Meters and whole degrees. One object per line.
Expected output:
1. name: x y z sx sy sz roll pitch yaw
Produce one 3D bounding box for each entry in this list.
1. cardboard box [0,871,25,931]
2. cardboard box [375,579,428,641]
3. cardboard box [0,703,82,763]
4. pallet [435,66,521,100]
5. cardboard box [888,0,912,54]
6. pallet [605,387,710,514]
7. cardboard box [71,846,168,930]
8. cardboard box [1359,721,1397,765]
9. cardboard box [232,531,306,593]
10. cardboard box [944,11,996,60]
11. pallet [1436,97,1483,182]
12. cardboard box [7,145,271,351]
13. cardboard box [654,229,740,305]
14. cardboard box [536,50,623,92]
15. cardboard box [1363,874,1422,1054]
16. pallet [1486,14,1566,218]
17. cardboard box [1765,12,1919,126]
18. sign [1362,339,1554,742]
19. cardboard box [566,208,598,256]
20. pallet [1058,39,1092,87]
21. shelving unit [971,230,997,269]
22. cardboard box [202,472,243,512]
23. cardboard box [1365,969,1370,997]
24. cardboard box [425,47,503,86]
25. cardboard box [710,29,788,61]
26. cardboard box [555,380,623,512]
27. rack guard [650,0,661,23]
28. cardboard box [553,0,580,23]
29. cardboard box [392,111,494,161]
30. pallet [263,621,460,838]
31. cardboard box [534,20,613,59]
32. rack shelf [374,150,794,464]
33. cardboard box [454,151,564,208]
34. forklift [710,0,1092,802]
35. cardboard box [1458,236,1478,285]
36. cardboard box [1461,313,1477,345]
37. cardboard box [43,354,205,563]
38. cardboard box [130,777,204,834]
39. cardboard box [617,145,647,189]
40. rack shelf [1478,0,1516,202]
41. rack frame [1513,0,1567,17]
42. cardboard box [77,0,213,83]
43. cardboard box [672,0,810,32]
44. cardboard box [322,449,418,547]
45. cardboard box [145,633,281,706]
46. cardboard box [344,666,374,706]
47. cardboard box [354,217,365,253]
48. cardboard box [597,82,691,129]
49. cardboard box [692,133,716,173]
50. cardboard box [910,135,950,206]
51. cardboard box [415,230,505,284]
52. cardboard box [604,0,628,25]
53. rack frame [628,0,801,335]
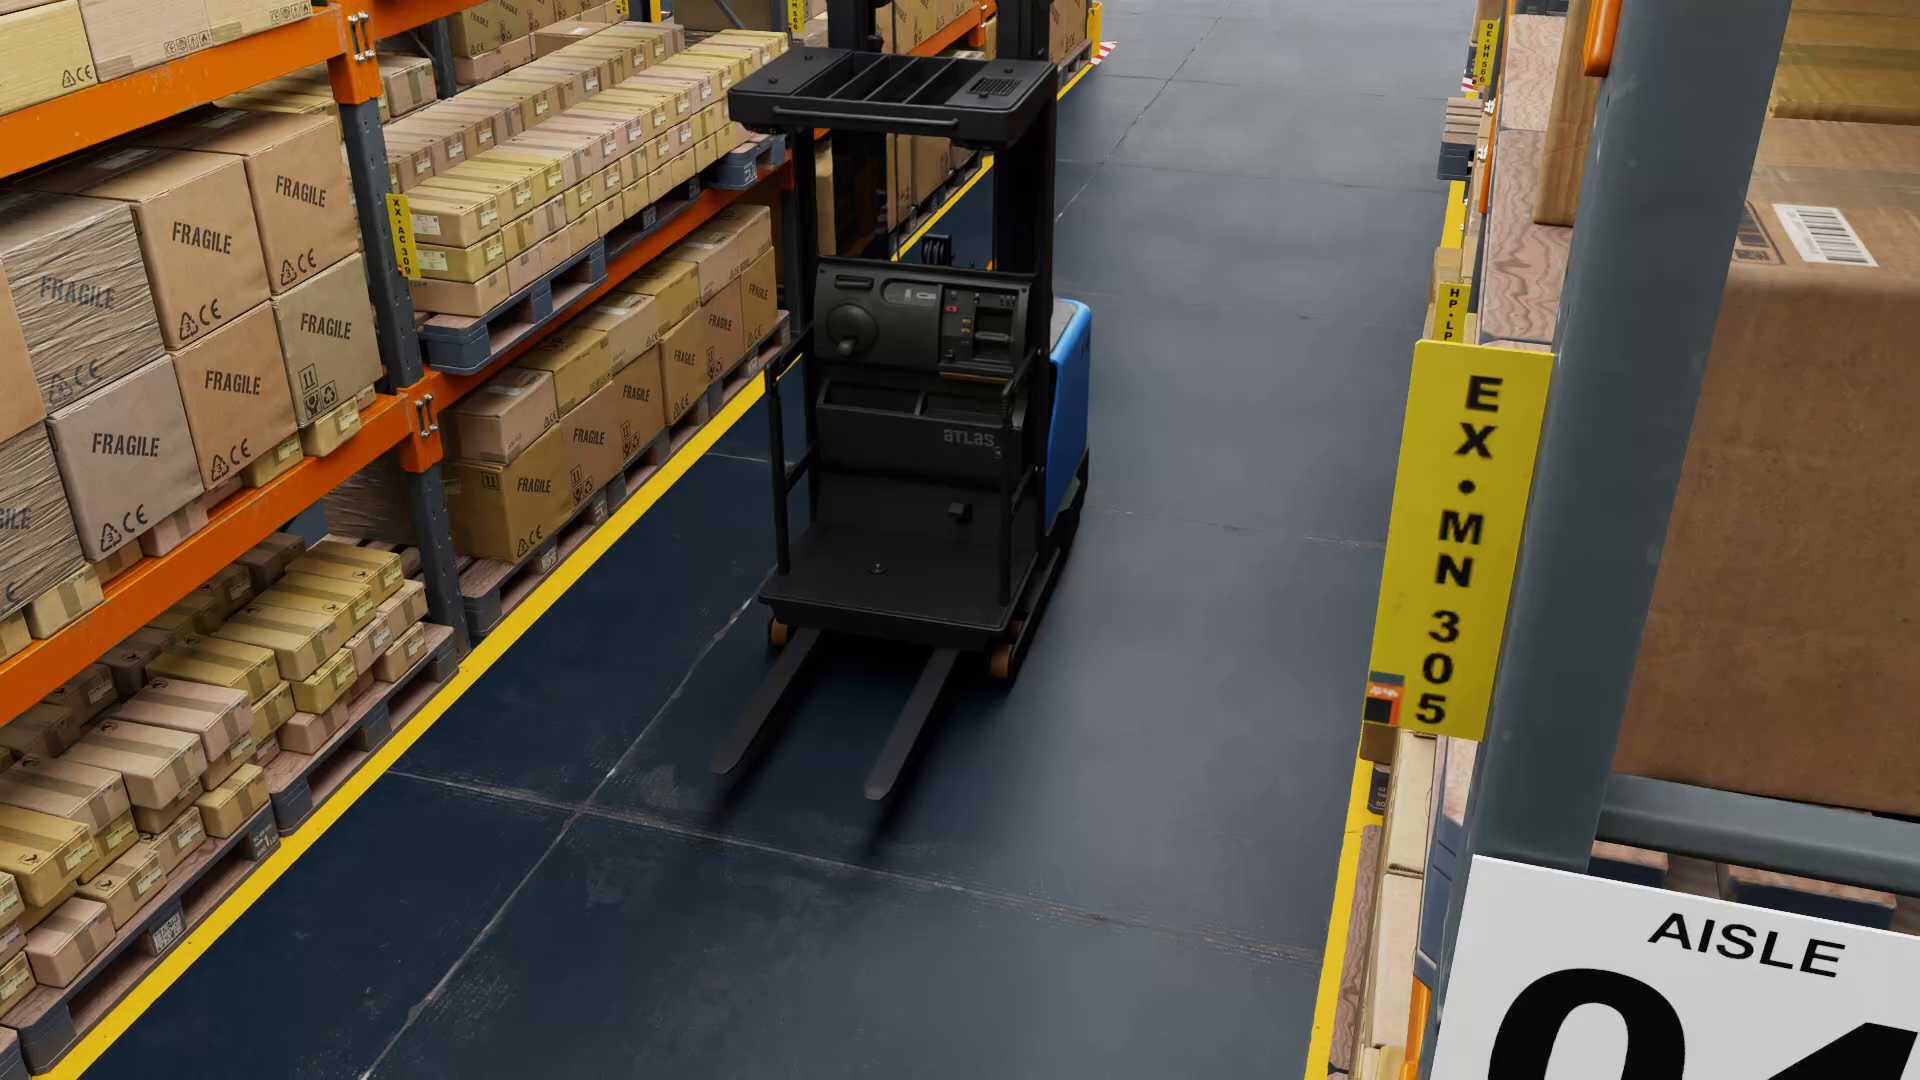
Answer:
1. cardboard box: -3.104 1.110 5.059 0.380 0.149 0.250 10 31 17
2. cardboard box: -2.444 0.266 6.881 0.380 0.149 0.250 9 30 16
3. cardboard box: -3.327 0.688 5.815 0.380 0.149 0.250 7 30 13
4. pallet: -4.905 -4.334 15.823 1.003 0.211 1.213 8 30 15
5. cardboard box: -0.648 -3.633 11.592 0.500 0.500 0.500 8 30 14
6. pallet: -2.072 -0.570 9.058 1.003 0.211 1.213 8 30 15
7. cardboard box: -2.928 1.145 5.607 0.380 0.149 0.250 9 30 15
8. cardboard box: 2.226 0.341 6.304 1.225 0.875 0.875 9 30 15
9. cardboard box: -2.954 0.075 6.918 0.380 0.149 0.250 10 31 17
10. cardboard box: -0.055 -4.113 14.312 0.875 0.875 0.875 9 30 16
11. pallet: 3.338 -2.225 9.361 1.213 0.211 1.003 8 30 15
12. cardboard box: -2.681 -0.971 5.472 0.500 0.500 0.500 8 30 13
13. cardboard box: -1.569 -1.544 9.308 0.500 0.250 0.500 9 30 16
14. cardboard box: -2.033 -2.502 8.876 0.380 0.149 0.250 7 30 13
15. cardboard box: 1.070 0.956 3.294 0.500 0.250 0.500 7 30 13
16. pallet: 1.807 -0.997 3.962 1.003 0.211 1.213 8 30 15
17. cardboard box: 1.265 -0.320 2.016 0.700 0.500 0.500 7 30 13
18. sign: 0.368 0.009 1.234 0.100 0.325 0.005 8 30 15
19. cardboard box: -1.872 -1.411 7.527 0.380 0.149 0.250 9 30 15
20. pallet: 0.707 -4.833 16.721 1.003 0.211 1.213 8 30 15
21. shelving unit: 0.235 -0.965 8.751 0.258 1.200 0.503 7 30 13
22. cardboard box: -2.763 -0.221 5.820 0.380 0.149 0.250 8 30 13
23. cardboard box: 1.121 0.943 3.728 0.380 0.149 0.250 9 30 16
24. cardboard box: -4.637 -4.453 15.565 0.500 0.250 0.500 7 30 13
25. cardboard box: -1.186 -2.757 9.336 0.380 0.149 0.250 7 30 13
26. cardboard box: -2.031 -0.501 8.204 0.500 0.500 0.500 10 31 17
27. rack guard: -3.917 -5.966 18.461 1.175 0.500 0.348 8 30 15
28. cardboard box: -4.185 -5.518 16.708 0.500 0.500 0.500 8 30 14
29. cardboard box: -2.416 -1.887 7.770 0.380 0.149 0.250 8 30 13
30. pallet: -2.818 0.678 6.815 1.003 0.211 1.213 8 30 15
31. cardboard box: -3.358 -4.234 14.567 0.500 0.500 0.500 8 30 15
32. rack shelf: -2.068 -1.473 8.552 1.077 0.370 4.000 8 30 15
33. cardboard box: -1.946 -1.558 7.180 0.380 0.149 0.250 9 30 15
34. forklift: -0.221 -0.885 6.826 1.130 2.935 3.031 7 30 13
35. cardboard box: 2.232 -0.876 6.636 0.500 0.500 0.500 8 30 14
36. cardboard box: 1.672 -0.309 4.797 0.500 0.500 0.500 8 30 15
37. cardboard box: -2.828 -0.294 5.285 0.500 0.500 0.500 8 30 15
38. cardboard box: -2.894 0.866 5.802 0.380 0.149 0.250 7 30 12
39. cardboard box: -1.719 -1.790 7.902 0.380 0.149 0.250 8 30 14
40. rack shelf: 2.644 -2.029 6.467 1.077 0.370 4.000 8 30 15
41. rack frame: 2.057 -2.725 3.892 1.000 3.000 0.127 8 30 15
42. cardboard box: -2.699 -1.606 5.121 0.500 0.250 0.500 8 30 15
43. cardboard box: -1.340 -3.405 10.153 0.700 0.500 0.500 8 30 15
44. cardboard box: -2.679 -0.329 7.895 0.500 0.500 0.500 8 30 14
45. cardboard box: -2.765 0.497 6.159 0.380 0.149 0.250 9 30 17
46. cardboard box: -2.601 0.544 6.687 0.380 0.149 0.250 9 30 16
47. cardboard box: -2.727 -1.275 6.976 0.380 0.149 0.250 9 30 16
48. cardboard box: -1.568 -2.157 8.256 0.380 0.149 0.250 10 31 17
49. cardboard box: -1.490 -2.020 8.623 0.380 0.149 0.250 7 30 13
50. cardboard box: -0.690 -3.027 12.488 1.050 0.750 0.750 8 30 15
51. cardboard box: -2.100 -1.179 6.805 0.380 0.149 0.250 9 30 16
52. cardboard box: -3.881 -5.651 17.719 0.500 0.250 0.500 8 30 15
53. rack frame: -1.481 -2.717 10.048 1.000 3.000 0.127 8 30 15
